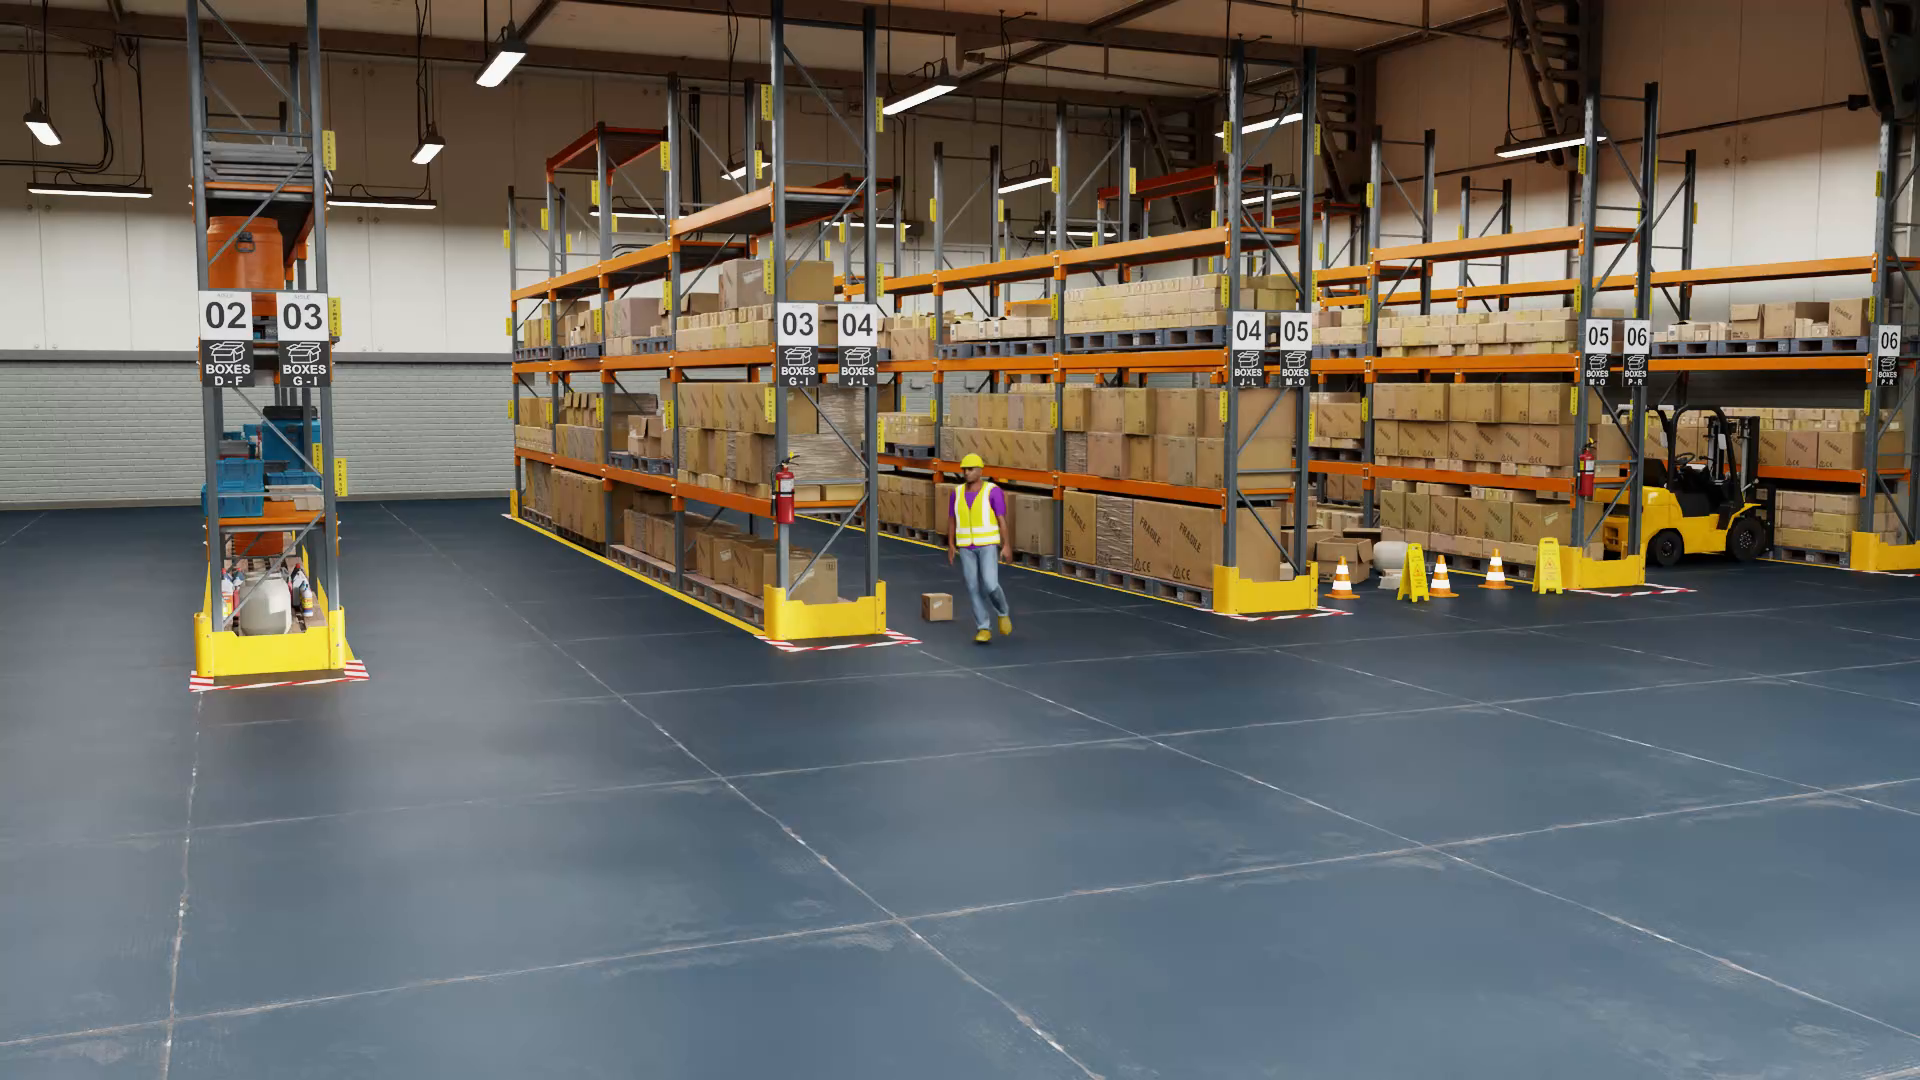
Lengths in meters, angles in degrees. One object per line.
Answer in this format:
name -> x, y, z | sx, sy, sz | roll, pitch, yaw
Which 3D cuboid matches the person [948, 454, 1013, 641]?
person -> 0.195, 0.061, 15.736 | 0.635, 1.755, 0.503 | 2, 6, 22
